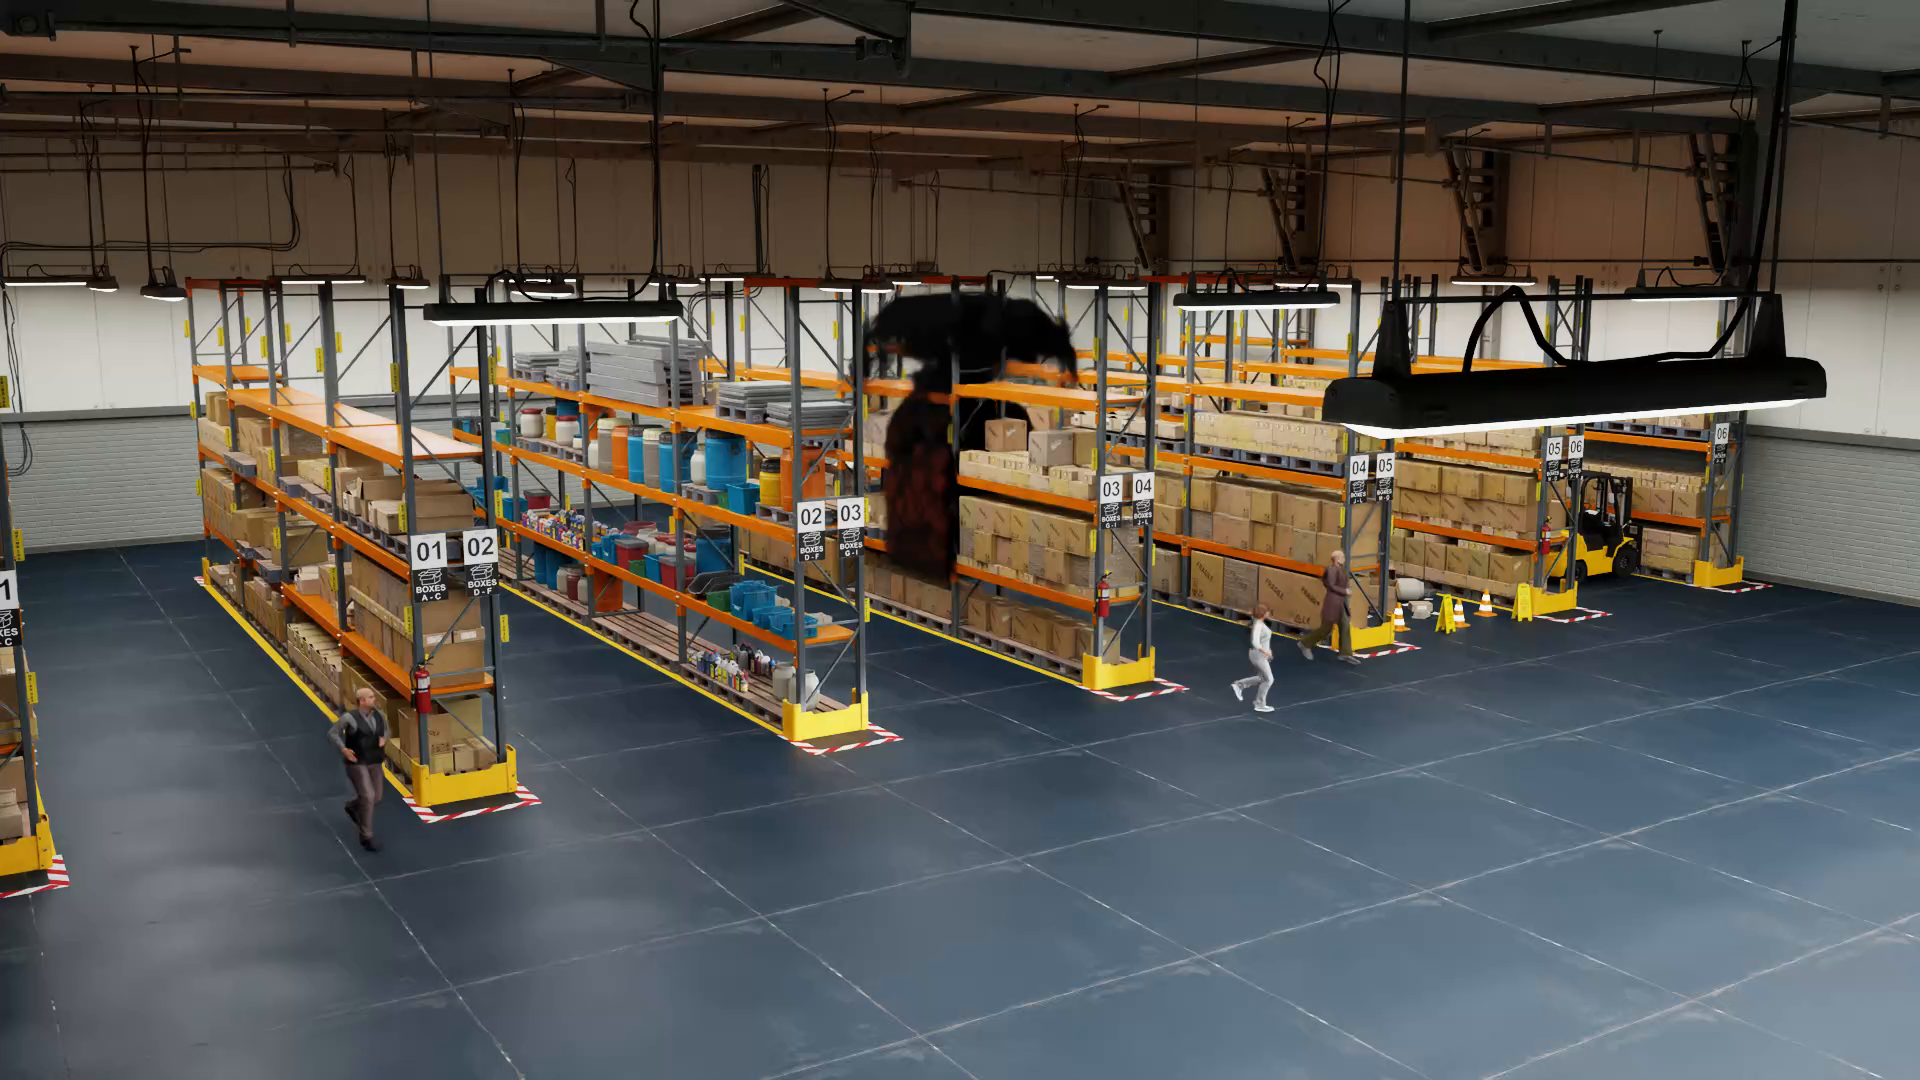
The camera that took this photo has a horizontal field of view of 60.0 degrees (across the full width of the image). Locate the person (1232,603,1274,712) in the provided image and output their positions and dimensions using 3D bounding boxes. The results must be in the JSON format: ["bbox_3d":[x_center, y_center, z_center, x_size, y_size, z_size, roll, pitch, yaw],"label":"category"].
[{"bbox_3d":[4.155,1.655,23.488,0.594,1.552,0.583,1,10,8],"label":"person"}]

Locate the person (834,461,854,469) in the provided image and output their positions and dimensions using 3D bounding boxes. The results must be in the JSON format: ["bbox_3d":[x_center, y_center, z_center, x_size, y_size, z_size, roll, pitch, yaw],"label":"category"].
[{"bbox_3d":[-2.849,-1.423,41.243,0.765,1.724,0.921,4,10,22],"label":"person"}]

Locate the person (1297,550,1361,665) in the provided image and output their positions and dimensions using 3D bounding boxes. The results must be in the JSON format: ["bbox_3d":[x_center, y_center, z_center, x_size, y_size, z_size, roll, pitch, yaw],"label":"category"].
[{"bbox_3d":[5.921,1.050,26.427,1.024,1.762,0.740,4,10,23],"label":"person"}]

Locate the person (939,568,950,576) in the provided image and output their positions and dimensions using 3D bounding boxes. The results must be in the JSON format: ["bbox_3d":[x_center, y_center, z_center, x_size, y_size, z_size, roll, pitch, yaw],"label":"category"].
[{"bbox_3d":[-0.242,0.033,32.433,0.631,1.844,0.735,-6,11,-34],"label":"person"}]

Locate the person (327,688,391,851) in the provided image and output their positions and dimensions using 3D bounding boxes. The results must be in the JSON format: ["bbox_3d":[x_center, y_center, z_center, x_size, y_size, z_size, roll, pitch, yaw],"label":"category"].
[{"bbox_3d":[-6.546,2.471,18.342,0.903,1.701,0.678,6,11,30],"label":"person"}]
